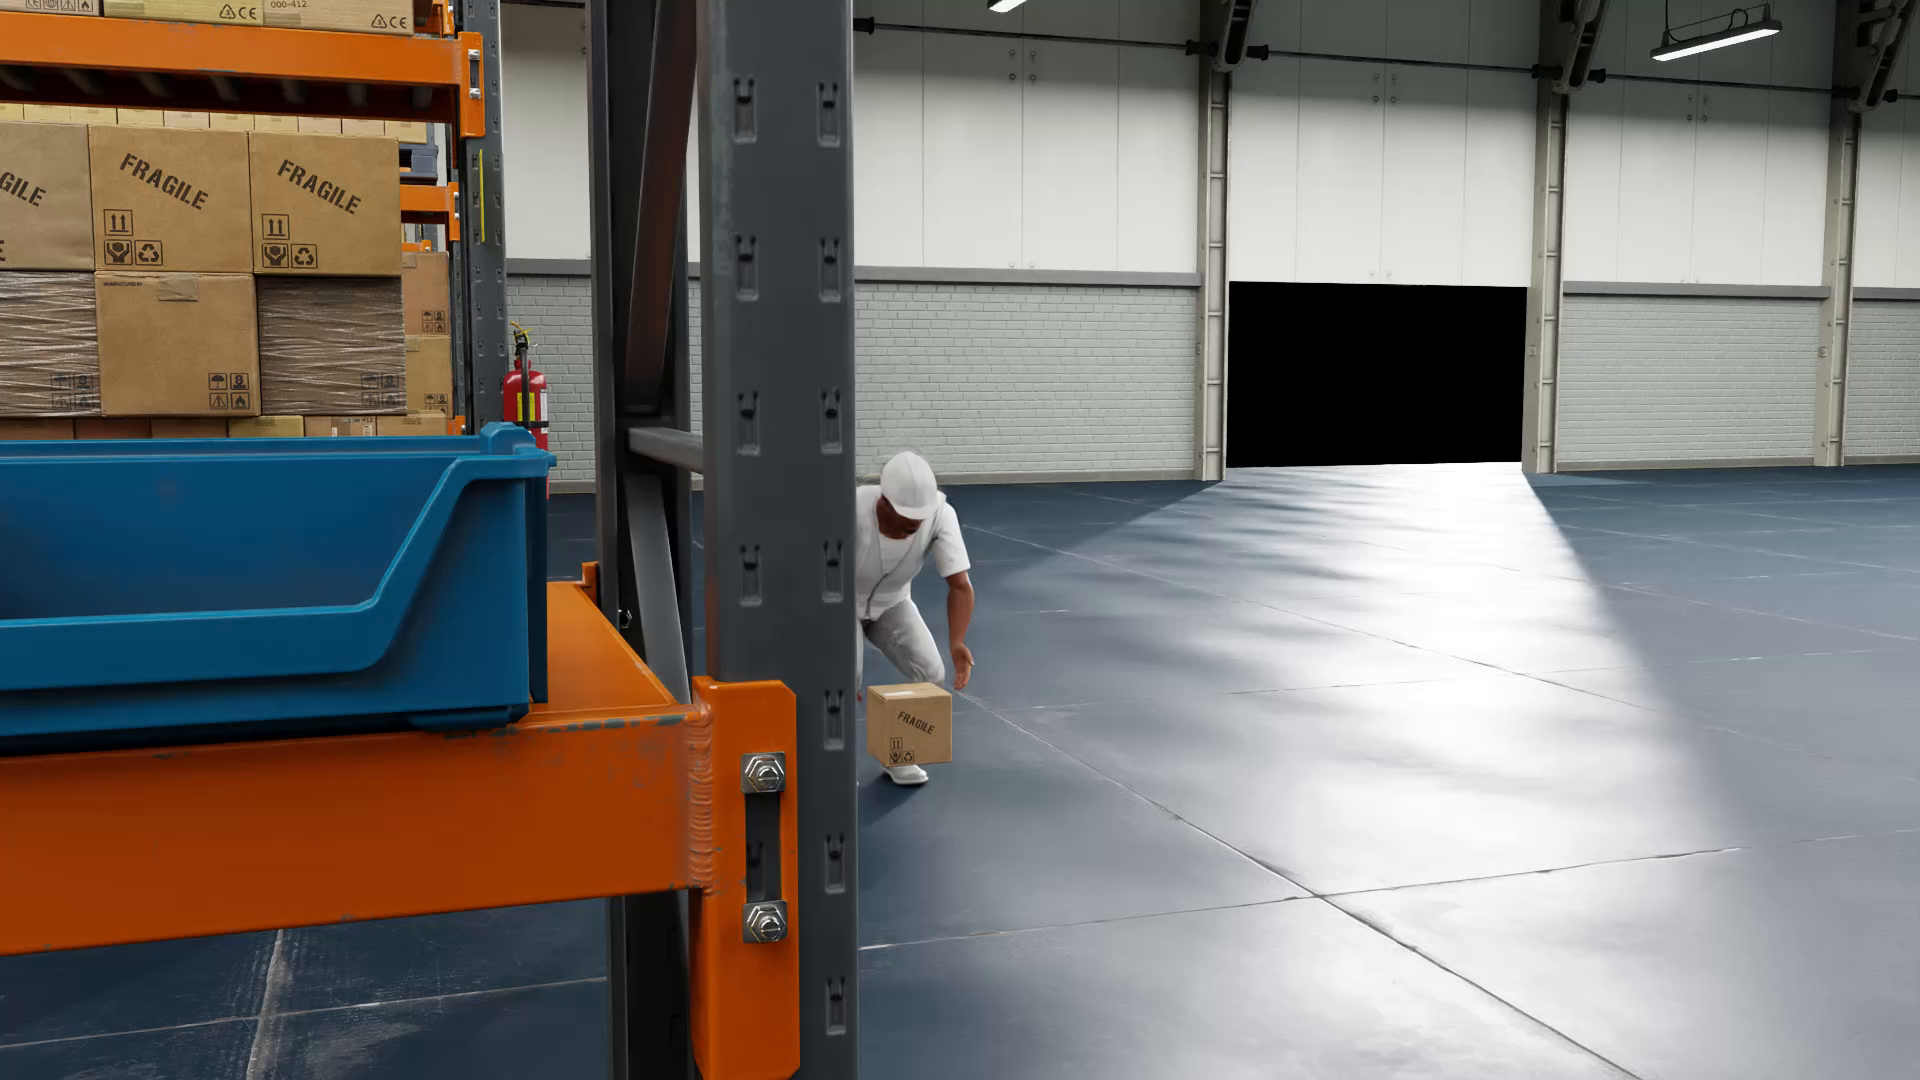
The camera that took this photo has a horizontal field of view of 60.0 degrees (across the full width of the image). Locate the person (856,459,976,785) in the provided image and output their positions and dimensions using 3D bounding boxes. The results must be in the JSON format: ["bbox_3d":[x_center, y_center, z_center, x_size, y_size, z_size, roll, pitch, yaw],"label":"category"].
[{"bbox_3d":[-0.285,0.317,6.457,0.628,1.288,0.813,-2,6,-19],"label":"person"}]
